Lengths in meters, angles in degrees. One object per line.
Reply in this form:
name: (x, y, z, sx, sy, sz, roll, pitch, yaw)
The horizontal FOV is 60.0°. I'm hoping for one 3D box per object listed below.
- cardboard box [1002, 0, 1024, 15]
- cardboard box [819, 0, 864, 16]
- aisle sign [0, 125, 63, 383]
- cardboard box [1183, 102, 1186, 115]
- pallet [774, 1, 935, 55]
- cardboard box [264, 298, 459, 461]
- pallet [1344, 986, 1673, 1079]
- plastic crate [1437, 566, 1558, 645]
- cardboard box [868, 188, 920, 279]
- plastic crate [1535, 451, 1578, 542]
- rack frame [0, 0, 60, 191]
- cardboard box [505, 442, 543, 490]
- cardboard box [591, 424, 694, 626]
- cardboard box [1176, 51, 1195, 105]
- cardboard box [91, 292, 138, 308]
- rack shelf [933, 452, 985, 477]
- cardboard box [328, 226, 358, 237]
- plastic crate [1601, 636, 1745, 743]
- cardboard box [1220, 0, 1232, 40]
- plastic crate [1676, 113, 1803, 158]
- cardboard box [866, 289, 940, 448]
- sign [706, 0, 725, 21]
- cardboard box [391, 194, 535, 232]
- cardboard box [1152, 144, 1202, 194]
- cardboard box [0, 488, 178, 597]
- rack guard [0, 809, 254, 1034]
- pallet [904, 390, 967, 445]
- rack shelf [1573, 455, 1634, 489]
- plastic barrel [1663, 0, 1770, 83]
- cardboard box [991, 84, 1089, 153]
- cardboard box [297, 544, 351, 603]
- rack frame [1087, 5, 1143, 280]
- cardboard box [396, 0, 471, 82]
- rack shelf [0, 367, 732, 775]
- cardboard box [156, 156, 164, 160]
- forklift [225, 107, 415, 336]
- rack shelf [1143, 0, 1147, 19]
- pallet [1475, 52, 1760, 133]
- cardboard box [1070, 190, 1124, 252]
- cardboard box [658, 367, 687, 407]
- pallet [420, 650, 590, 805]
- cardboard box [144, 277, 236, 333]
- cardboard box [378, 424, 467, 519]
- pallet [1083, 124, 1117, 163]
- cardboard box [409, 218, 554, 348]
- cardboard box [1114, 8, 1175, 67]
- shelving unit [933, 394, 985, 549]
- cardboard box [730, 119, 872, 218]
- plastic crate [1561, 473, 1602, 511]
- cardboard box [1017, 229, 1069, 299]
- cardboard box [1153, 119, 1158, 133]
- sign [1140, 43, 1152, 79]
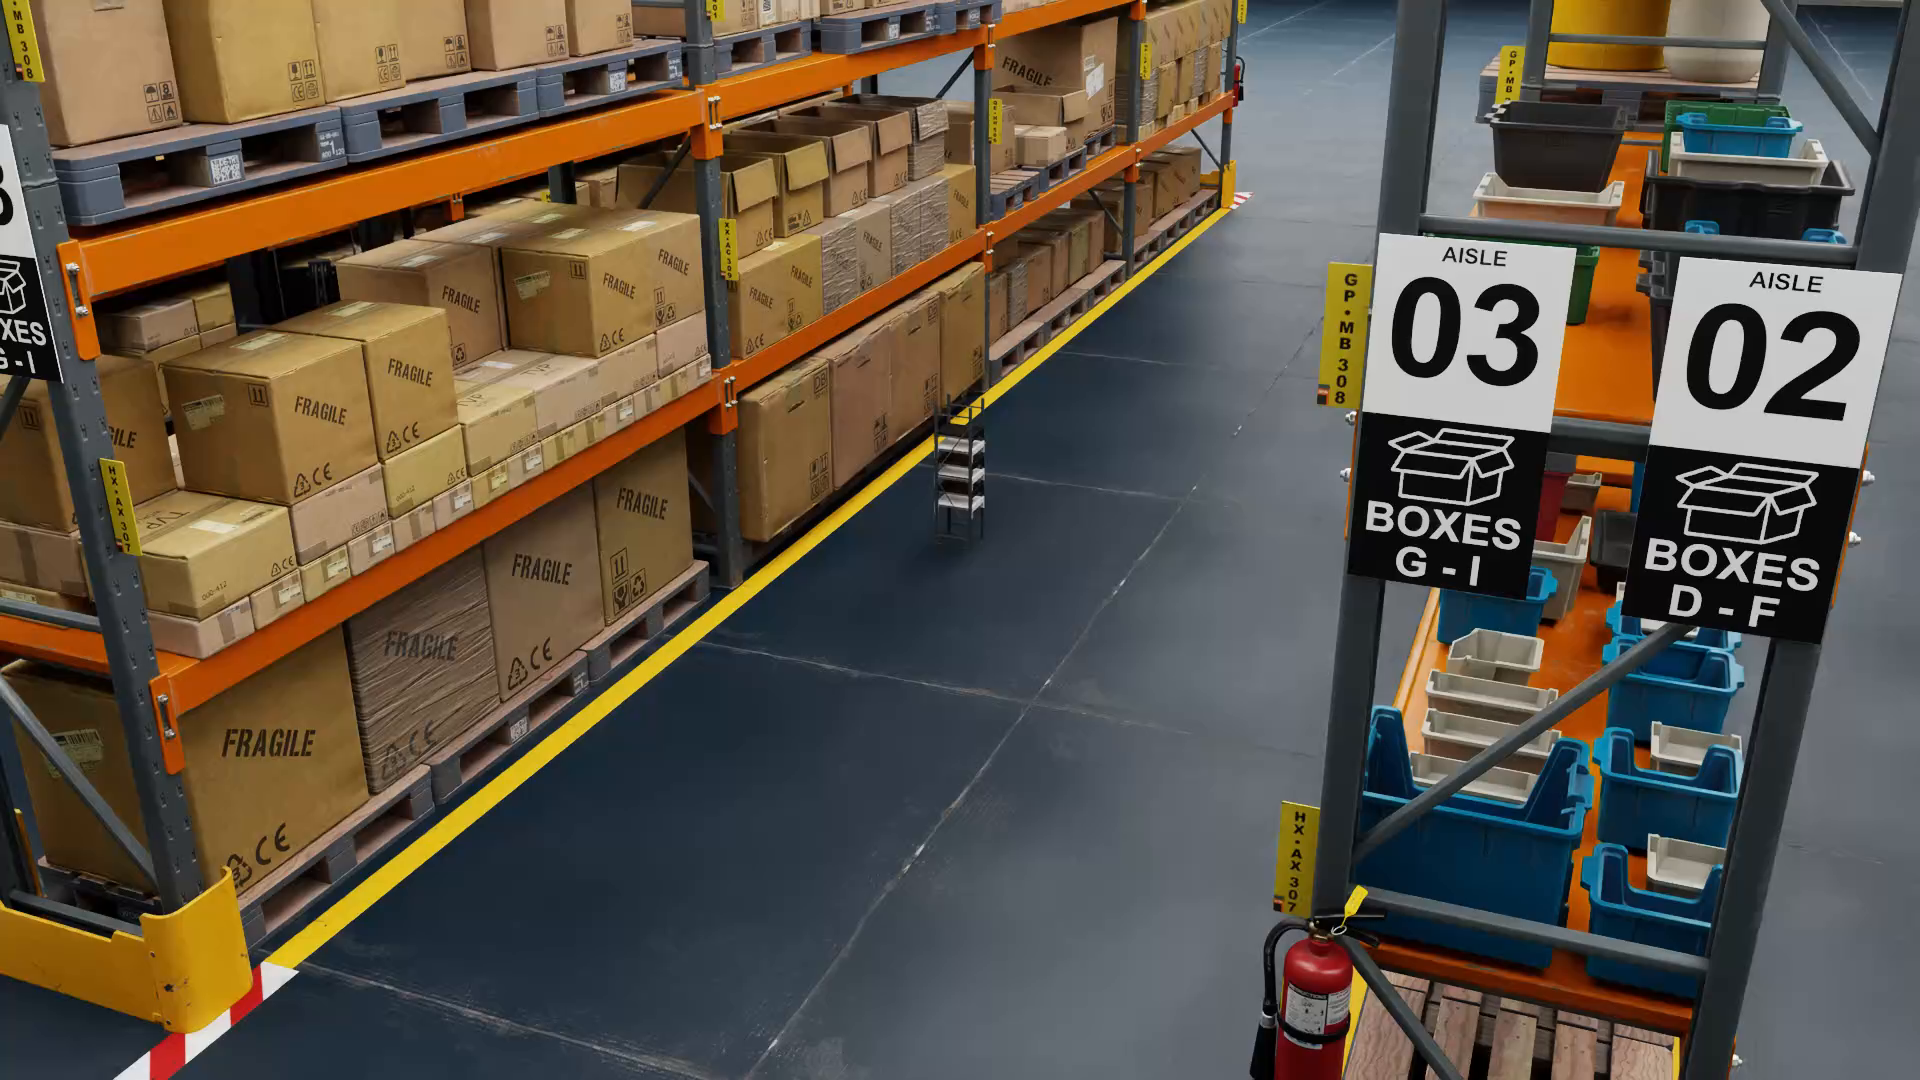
cardboard box: (0.154, -4.060, 12.380, 0.500, 0.250, 0.500, 9, 24, 21)
cardboard box: (-0.996, -3.504, 10.177, 0.797, 0.503, 0.637, 8, 24, 19)
aisle sign: (-2.977, -0.881, 5.094, 0.394, 0.787, 0.004, 9, 24, 20)
cardboard box: (2.183, -4.597, 17.689, 0.380, 0.149, 0.250, 9, 24, 20)
pallet: (-0.860, -3.271, 10.543, 1.003, 0.211, 1.213, 10, 25, 22)
cardboard box: (-2.427, -0.662, 6.780, 0.500, 0.500, 0.500, 8, 24, 19)
pallet: (1.712, 1.956, 5.293, 1.003, 0.211, 1.213, 9, 24, 20)
plastic crate: (1.894, 0.237, 5.930, 0.416, 0.233, 0.300, 9, 24, 20)
cardboard box: (-0.591, -2.083, 11.216, 0.500, 0.500, 0.500, 8, 24, 18)
plastic crate: (2.291, -0.246, 6.786, 0.402, 0.464, 0.583, 9, 24, 20)
rack frame: (-3.229, -2.518, 4.604, 1.000, 3.000, 0.127, 9, 24, 20)
cardboard box: (-2.125, -0.359, 7.543, 0.380, 0.149, 0.250, 9, 24, 21)
cardboard box: (-2.063, -0.170, 8.977, 0.875, 0.875, 0.875, 9, 24, 20)
cardboard box: (1.988, -4.920, 17.622, 0.875, 0.500, 0.500, 9, 24, 20)
cardboard box: (-6.269, -1.617, 11.955, 0.500, 0.250, 0.500, 8, 24, 19)
rack shelf: (-0.003, -0.465, 10.048, 0.258, 0.077, 0.200, 9, 24, 20)
cardboard box: (-5.306, -2.533, 14.149, 0.500, 0.250, 0.500, 8, 24, 18)
plastic crate: (2.256, 0.496, 5.310, 0.416, 0.233, 0.300, 9, 24, 20)
cardboard box: (2.739, -5.888, 18.642, 0.500, 0.500, 0.500, 9, 24, 20)
plastic crate: (2.814, -1.408, 6.054, 0.416, 0.233, 0.300, 9, 24, 20)
cardboard box: (-0.871, -1.264, 11.597, 1.225, 0.875, 0.875, 9, 24, 20)
sign: (-1.227, -2.762, 8.305, 0.100, 0.325, 0.005, 9, 24, 20)
cardboard box: (-4.515, -2.720, 15.244, 1.050, 0.750, 0.750, 8, 24, 19)
cardboard box: (2.467, -4.295, 19.339, 0.500, 0.500, 0.500, 14, 26, 30)
cardboard box: (-3.295, -0.030, 6.238, 0.500, 0.250, 0.500, 8, 24, 19)
rack guard: (-3.238, 1.412, 6.221, 1.175, 0.500, 0.348, 9, 24, 20)
pallet: (-0.620, -1.055, 12.502, 1.003, 0.211, 1.213, 9, 24, 20)
rack shelf: (3.598, -0.856, 9.341, 1.077, 0.370, 4.000, 9, 24, 20)
plastic barrel: (3.284, -2.265, 7.169, 0.433, 0.535, 0.433, 0, 23, 0)
cardboard box: (0.670, -3.652, 14.423, 0.797, 0.503, 0.637, 11, 25, 25)
cardboard box: (-2.602, 0.102, 6.439, 0.380, 0.149, 0.250, 8, 24, 19)
rack frame: (1.228, -4.044, 16.041, 1.000, 3.000, 0.127, 9, 24, 20)
cardboard box: (-2.508, -2.204, 6.940, 0.700, 0.500, 0.500, 10, 25, 22)
rack shelf: (-2.486, -0.134, 7.612, 1.077, 0.370, 4.000, 9, 24, 20)
cardboard box: (-5.542, -2.547, 11.466, 0.380, 0.149, 0.250, 9, 24, 21)
forklift: (-3.897, -1.615, 10.313, 1.130, 2.935, 3.031, -6, 23, -13)
rack shelf: (1.971, -5.812, 17.315, 1.077, 0.370, 4.000, 9, 24, 20)
pallet: (3.056, -2.064, 7.653, 1.213, 0.211, 1.003, 9, 24, 20)
cardboard box: (1.414, -3.222, 16.770, 0.500, 0.500, 0.500, 8, 24, 18)
cardboard box: (-1.648, -0.817, 8.641, 0.380, 0.149, 0.250, 9, 24, 21)
pallet: (-2.550, 0.804, 8.051, 1.003, 0.211, 1.213, 9, 24, 20)
cardboard box: (-5.595, -1.732, 12.229, 0.500, 0.250, 0.500, 9, 24, 22)
cardboard box: (-2.423, -0.318, 6.927, 0.500, 0.250, 0.500, 8, 24, 18)
pallet: (0.809, -3.703, 15.473, 1.003, 0.211, 1.213, 9, 24, 20)
cardboard box: (-2.349, -1.286, 8.272, 0.500, 0.500, 0.500, 9, 24, 20)
cardboard box: (1.816, -4.993, 16.499, 0.500, 0.500, 0.500, 9, 24, 20)
shelving unit: (-0.003, -0.412, 10.070, 0.258, 0.900, 0.210, 9, 24, 20)
cardboard box: (-1.032, -2.389, 10.646, 0.797, 0.503, 0.637, 10, 25, 22)
plastic crate: (2.550, -0.232, 7.179, 0.396, 0.136, 0.243, 9, 24, 20)
cardboard box: (0.578, -2.509, 15.037, 0.700, 0.500, 0.500, 7, 24, 15)
cardboard box: (1.760, -4.143, 16.603, 0.380, 0.149, 0.250, 9, 24, 20)
sign: (1.745, -4.500, 15.630, 0.100, 0.325, 0.005, 9, 24, 20)
